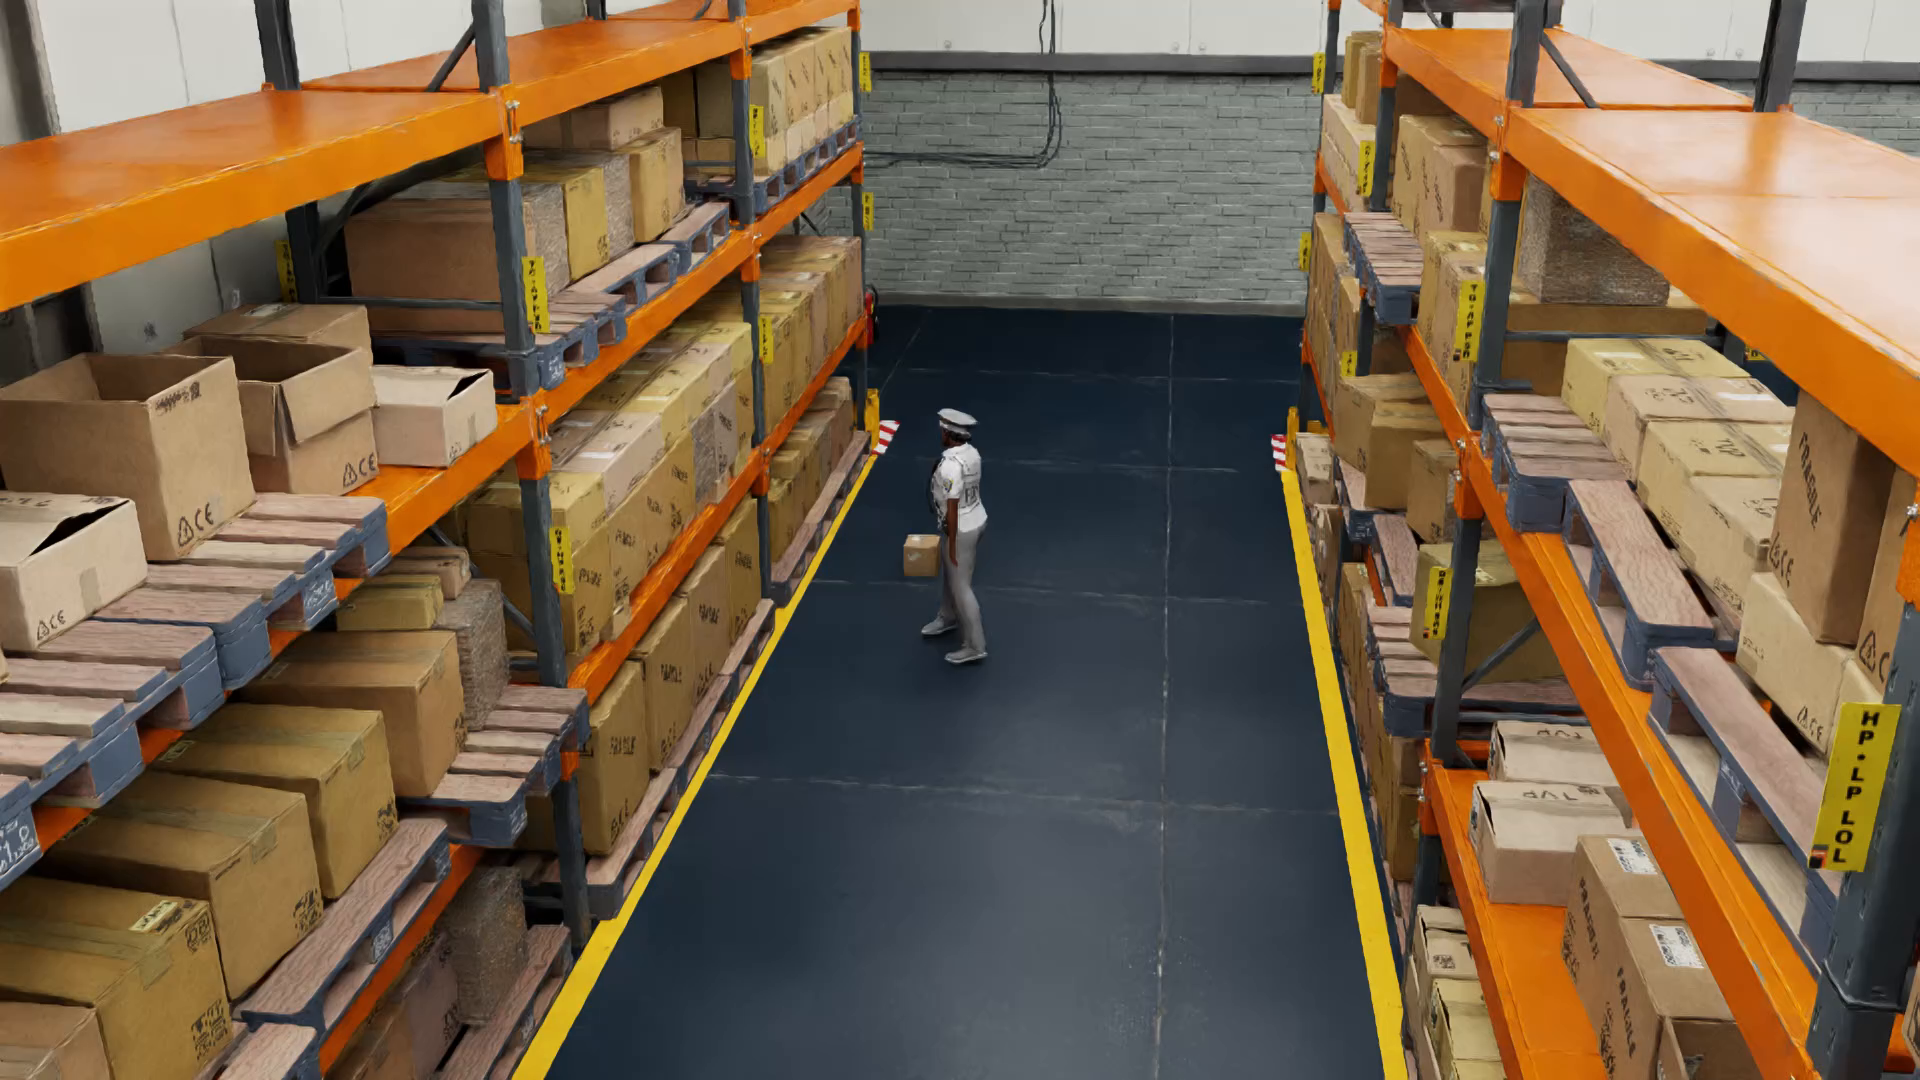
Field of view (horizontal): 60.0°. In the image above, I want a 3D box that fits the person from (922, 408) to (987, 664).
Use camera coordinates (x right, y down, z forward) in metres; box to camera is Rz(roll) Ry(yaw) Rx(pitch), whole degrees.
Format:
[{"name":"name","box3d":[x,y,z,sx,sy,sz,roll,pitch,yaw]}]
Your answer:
[{"name":"person","box3d":[-0.023,-0.038,11.197,0.565,1.666,0.589,7,22,17]}]
